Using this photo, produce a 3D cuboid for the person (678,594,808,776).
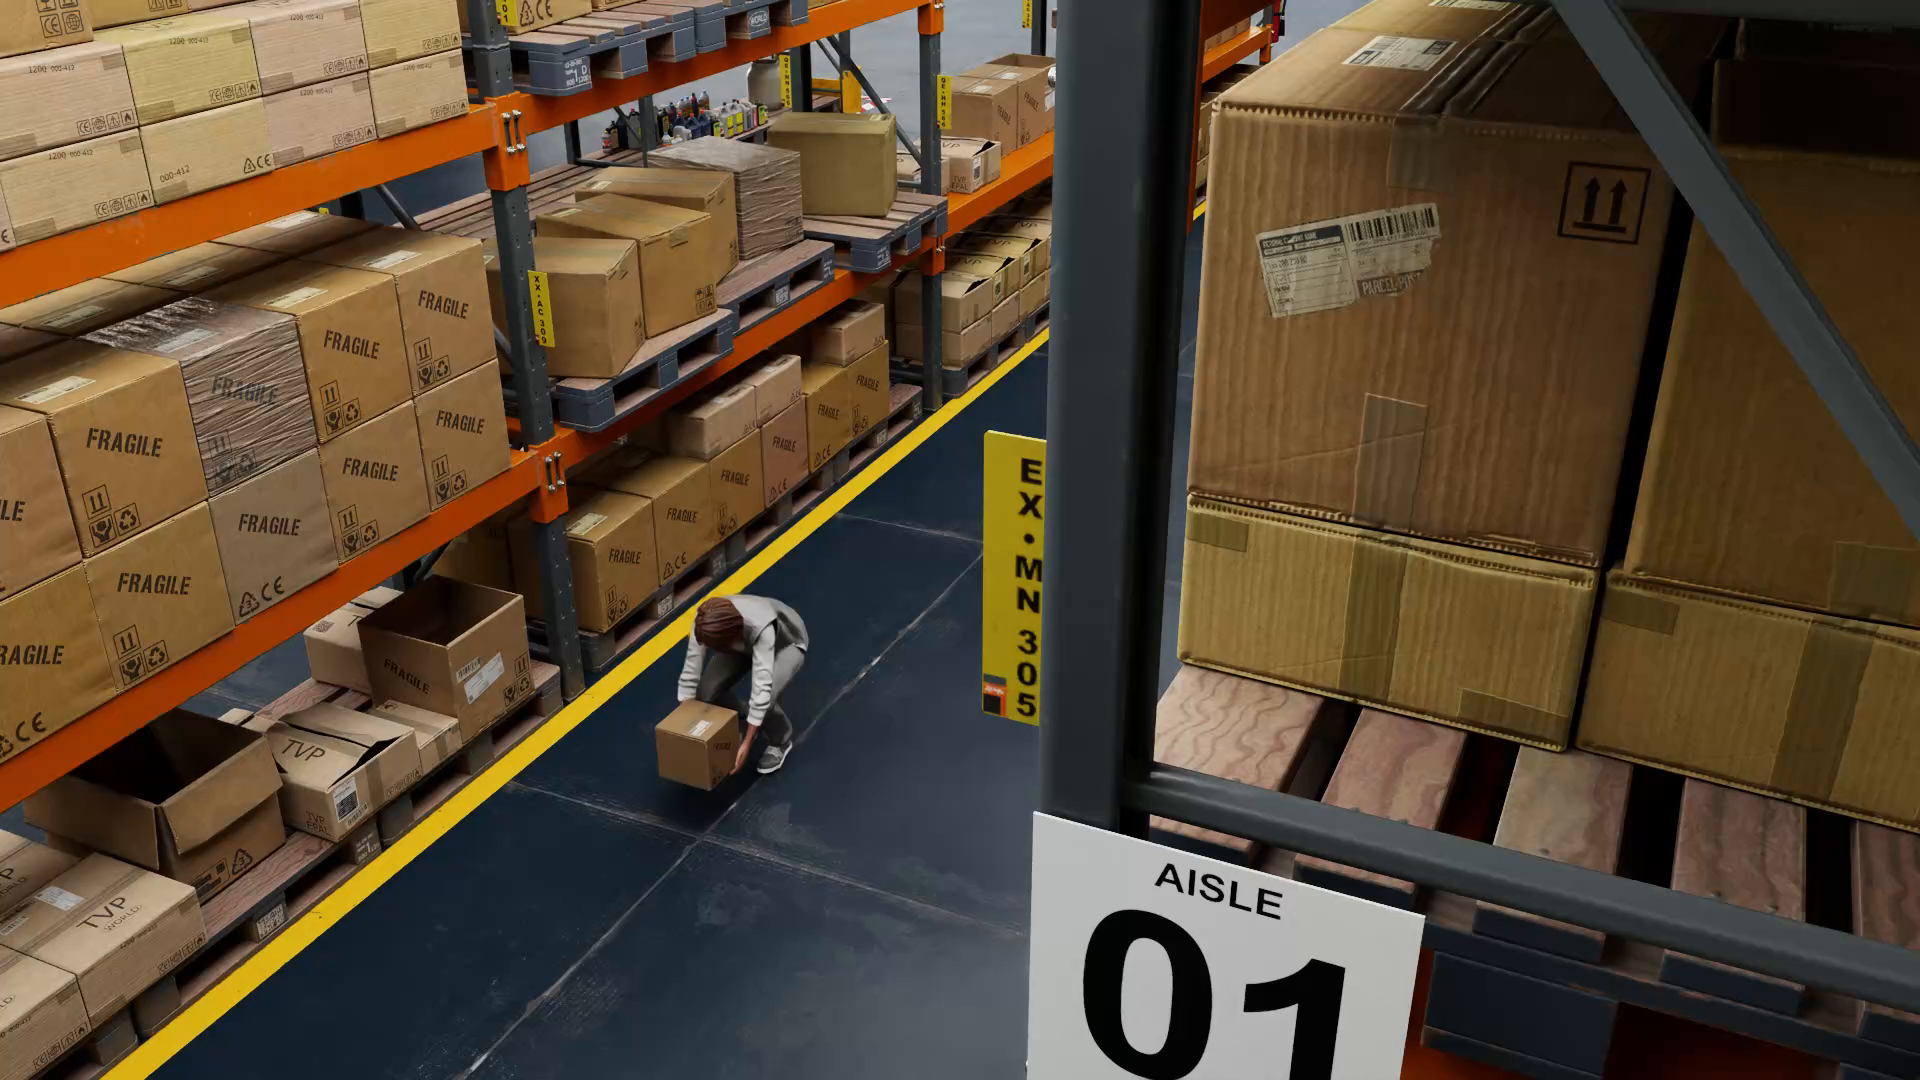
[{"bbox_3d":[-0.918,0.567,7.205,0.451,0.960,0.784,11,29,22],"label":"person"}]
